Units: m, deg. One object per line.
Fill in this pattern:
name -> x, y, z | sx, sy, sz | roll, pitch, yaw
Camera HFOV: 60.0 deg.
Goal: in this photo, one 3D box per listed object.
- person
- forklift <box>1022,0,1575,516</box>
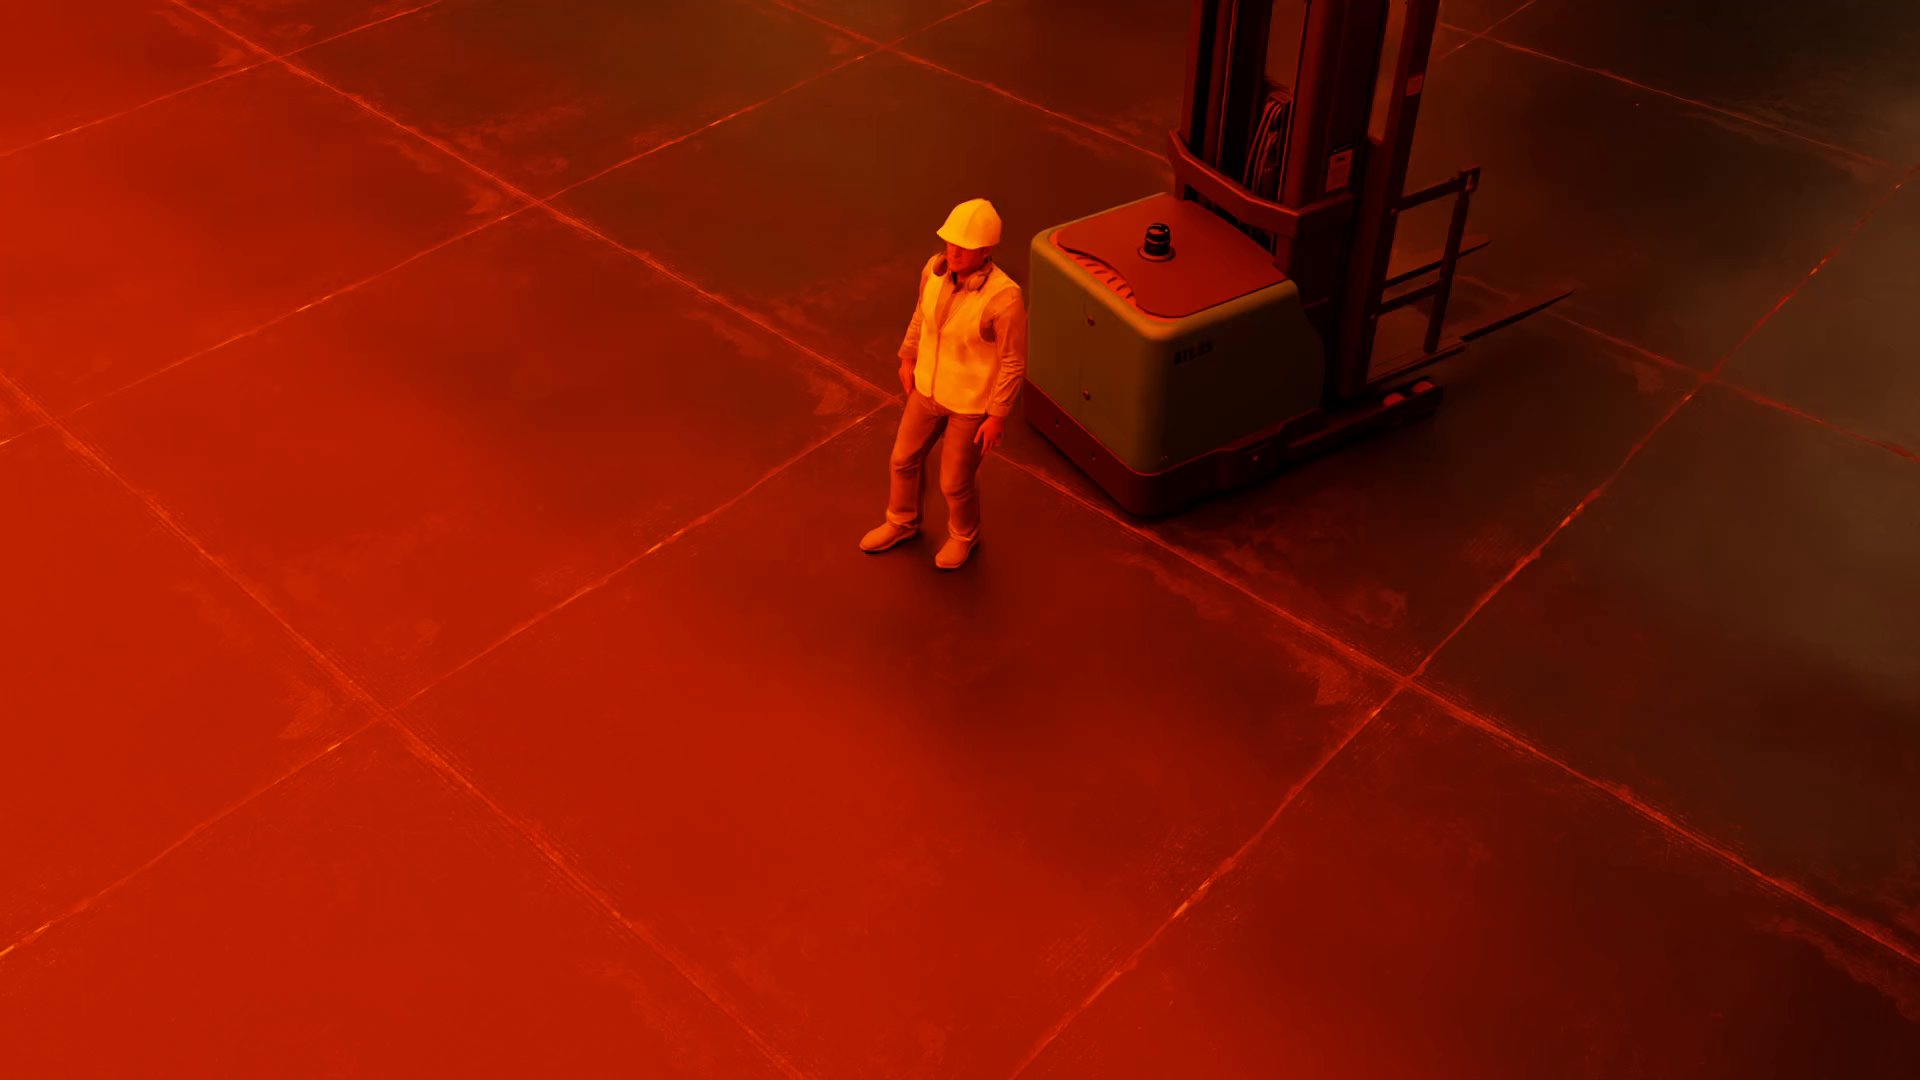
person -> -0.059, -0.611, 7.047 | 0.567, 1.765, 0.650 | -33, 50, -32
forklift -> 1.834, -1.953, 7.705 | 3.031, 2.935, 1.130 | -22, 45, -24
